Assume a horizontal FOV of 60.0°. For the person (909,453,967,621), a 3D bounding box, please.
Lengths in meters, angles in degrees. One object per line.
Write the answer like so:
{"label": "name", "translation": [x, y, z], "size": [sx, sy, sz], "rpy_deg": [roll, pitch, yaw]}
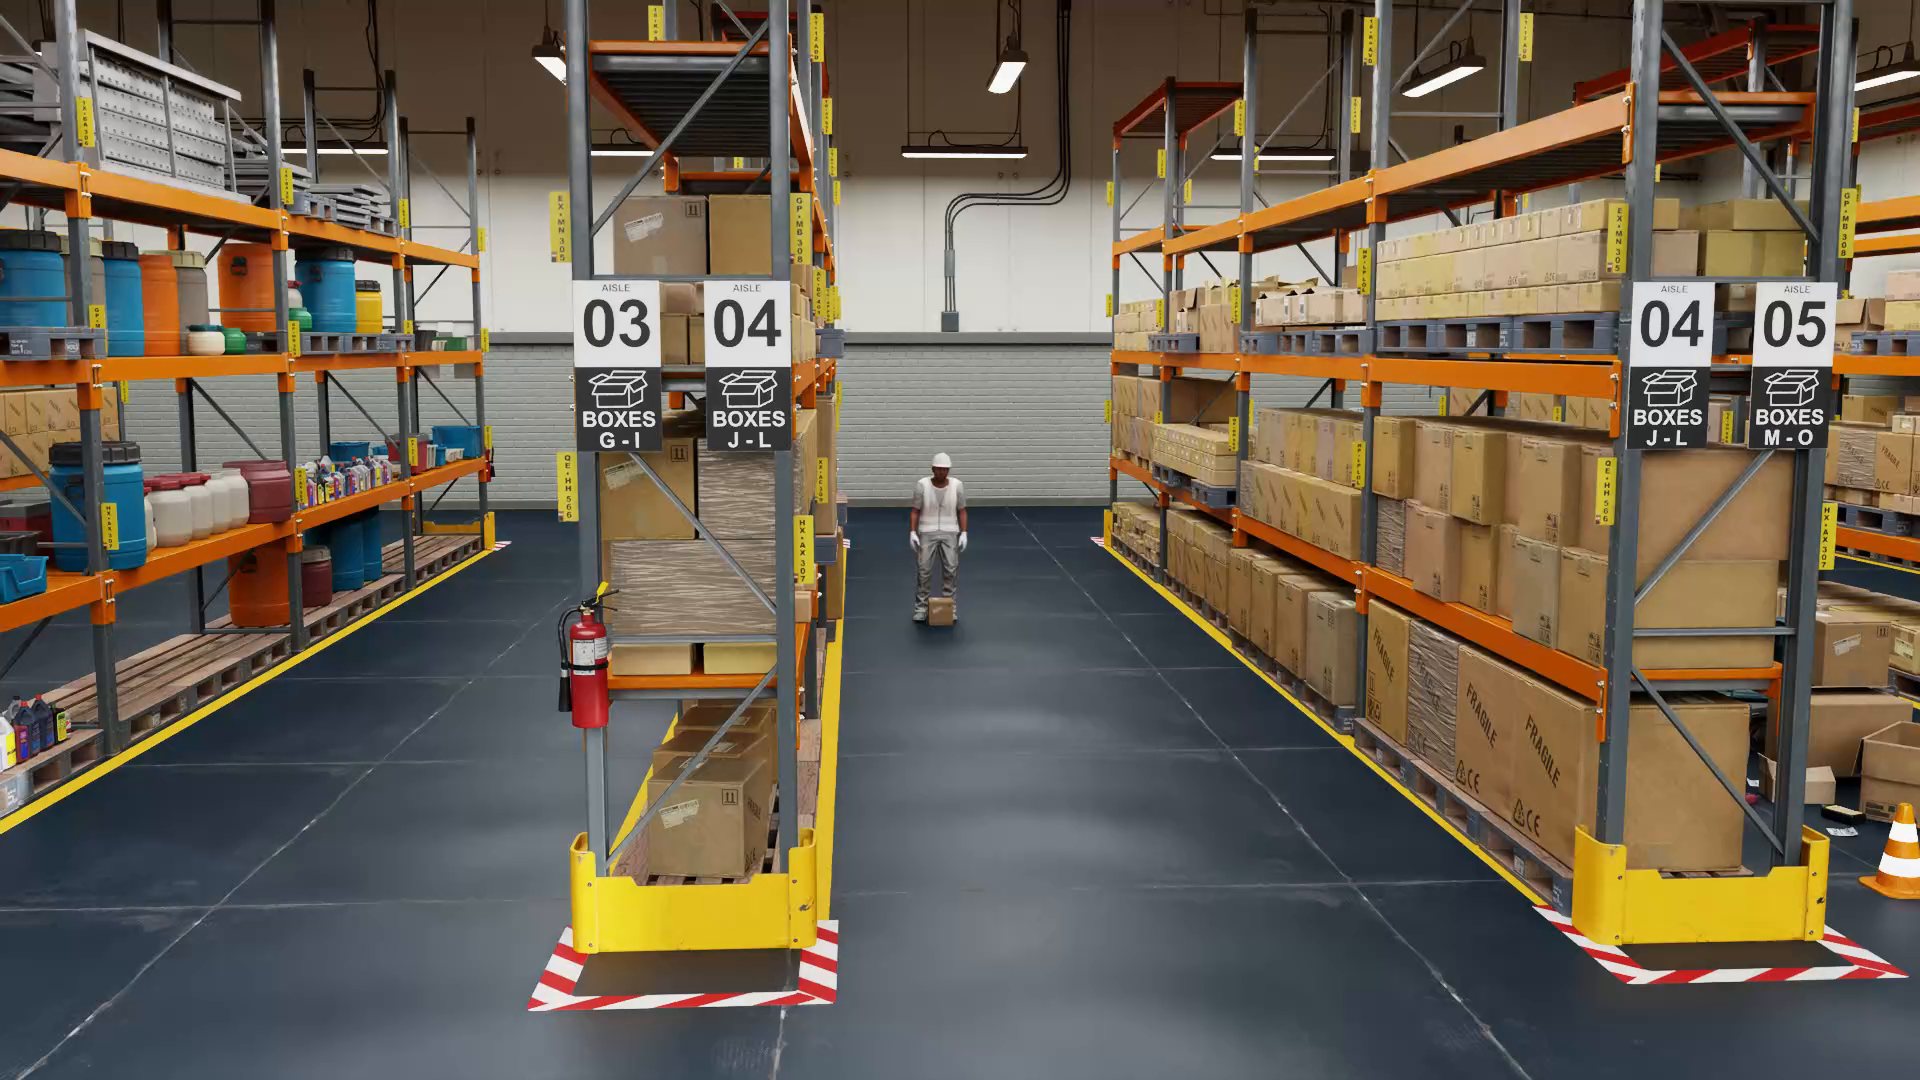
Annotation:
{"label": "person", "translation": [-0.231, -0.035, 17.483], "size": [0.616, 1.774, 0.447], "rpy_deg": [0, 7, -2]}
